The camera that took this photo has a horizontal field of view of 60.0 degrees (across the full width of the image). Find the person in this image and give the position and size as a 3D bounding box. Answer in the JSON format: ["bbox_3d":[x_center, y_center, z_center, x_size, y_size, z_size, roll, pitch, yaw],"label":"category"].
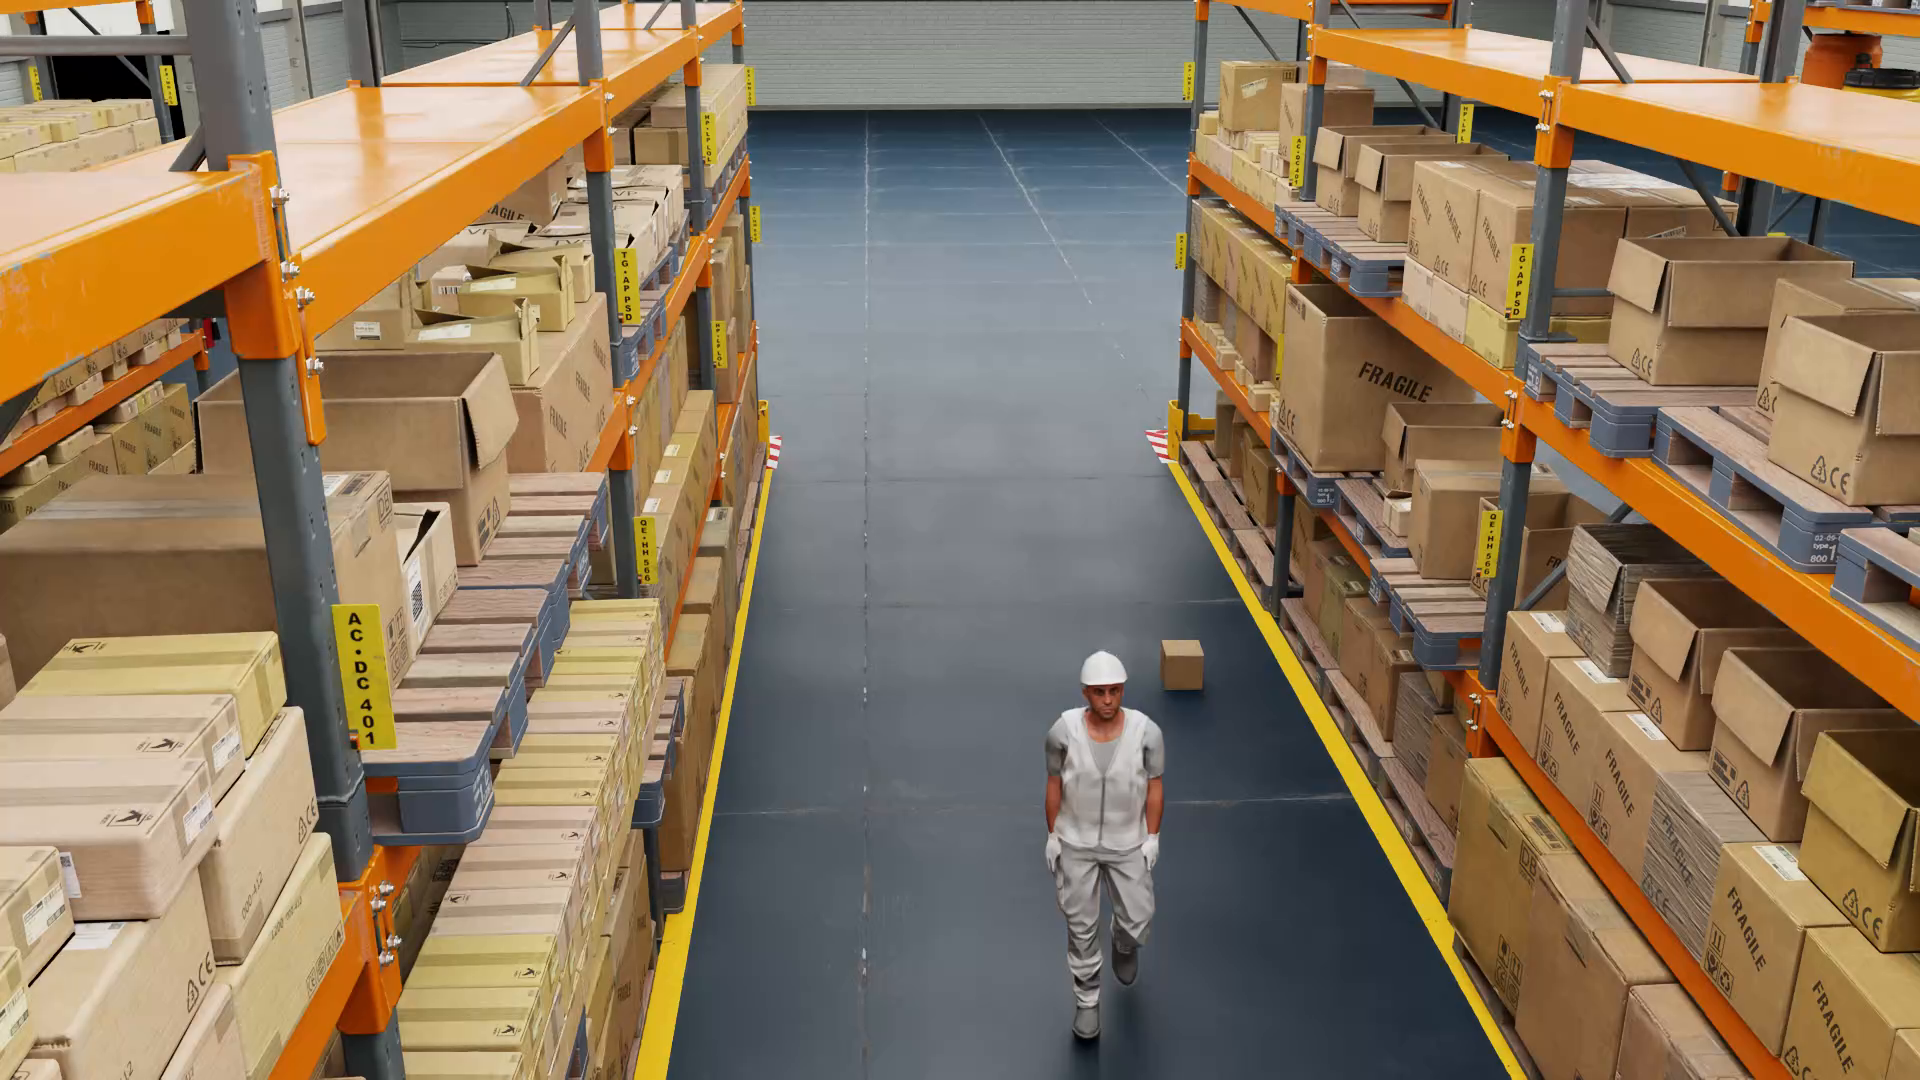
[{"bbox_3d":[0.633,1.321,7.385,0.529,1.781,0.586,2,20,5],"label":"person"}]
